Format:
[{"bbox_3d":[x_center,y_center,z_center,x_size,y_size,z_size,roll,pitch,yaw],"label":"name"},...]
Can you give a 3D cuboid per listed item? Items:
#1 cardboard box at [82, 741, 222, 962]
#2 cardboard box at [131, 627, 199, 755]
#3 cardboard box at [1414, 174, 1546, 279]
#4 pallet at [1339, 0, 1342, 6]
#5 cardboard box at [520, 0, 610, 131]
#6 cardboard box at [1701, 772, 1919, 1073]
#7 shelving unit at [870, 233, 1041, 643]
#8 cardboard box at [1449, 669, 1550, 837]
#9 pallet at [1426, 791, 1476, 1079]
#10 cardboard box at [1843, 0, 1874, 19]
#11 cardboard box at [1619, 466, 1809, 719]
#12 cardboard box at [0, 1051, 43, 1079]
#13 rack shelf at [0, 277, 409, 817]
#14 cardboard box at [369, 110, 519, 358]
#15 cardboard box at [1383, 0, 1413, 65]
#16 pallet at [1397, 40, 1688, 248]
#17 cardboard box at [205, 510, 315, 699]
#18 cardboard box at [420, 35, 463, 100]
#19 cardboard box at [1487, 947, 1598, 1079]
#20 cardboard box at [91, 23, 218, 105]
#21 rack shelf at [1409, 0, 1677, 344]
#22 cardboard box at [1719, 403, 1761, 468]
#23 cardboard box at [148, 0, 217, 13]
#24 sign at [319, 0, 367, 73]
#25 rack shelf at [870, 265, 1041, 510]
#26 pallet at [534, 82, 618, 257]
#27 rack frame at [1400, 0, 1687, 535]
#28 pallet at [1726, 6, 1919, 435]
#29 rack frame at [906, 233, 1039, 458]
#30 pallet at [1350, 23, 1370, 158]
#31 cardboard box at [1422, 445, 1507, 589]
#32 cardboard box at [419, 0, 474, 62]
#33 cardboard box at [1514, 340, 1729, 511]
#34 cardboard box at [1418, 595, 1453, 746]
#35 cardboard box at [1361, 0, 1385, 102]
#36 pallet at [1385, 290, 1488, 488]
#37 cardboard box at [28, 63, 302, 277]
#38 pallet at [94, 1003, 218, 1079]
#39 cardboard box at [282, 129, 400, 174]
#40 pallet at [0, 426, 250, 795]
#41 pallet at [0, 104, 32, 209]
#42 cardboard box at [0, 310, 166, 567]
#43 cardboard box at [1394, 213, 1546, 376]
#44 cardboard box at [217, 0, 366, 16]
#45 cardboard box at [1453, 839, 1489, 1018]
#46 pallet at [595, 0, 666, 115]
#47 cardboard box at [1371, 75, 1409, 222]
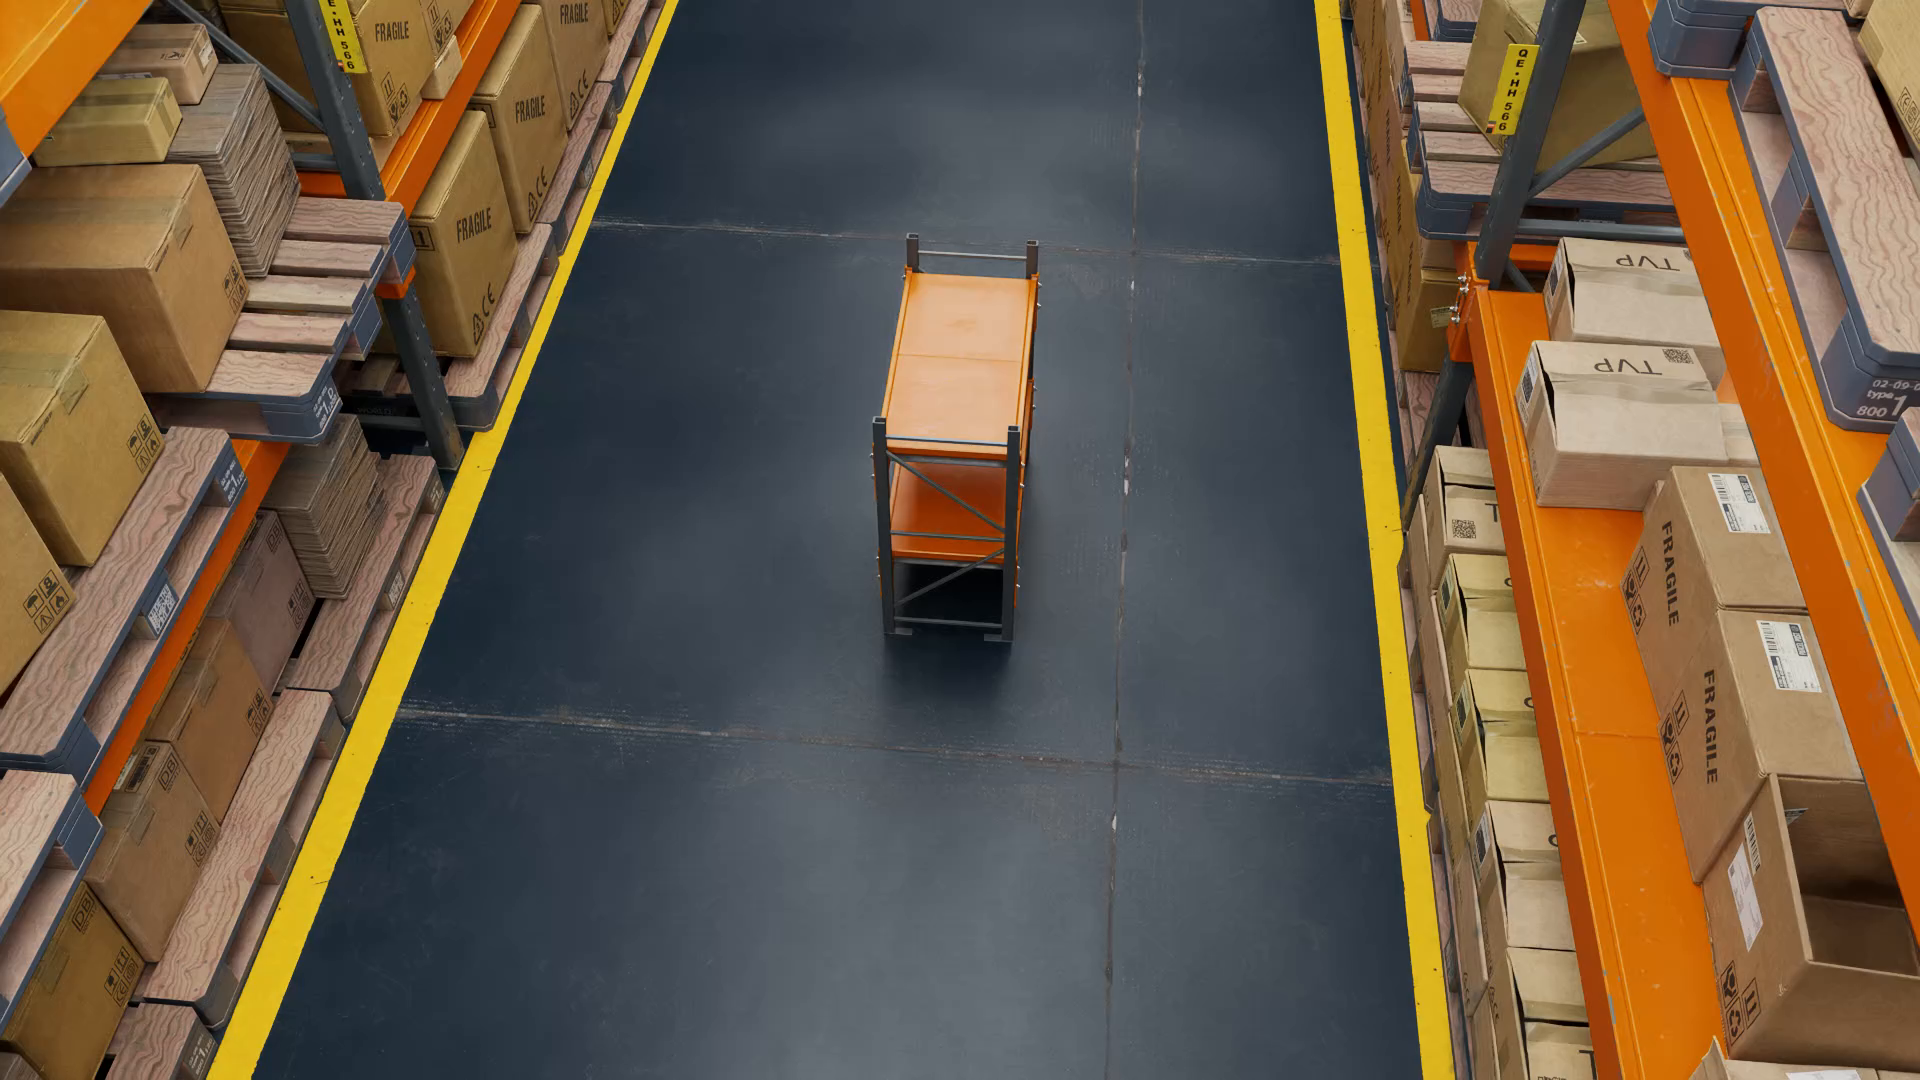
[{"bbox_3d":[-2.851,0.960,5.261,0.700,0.500,0.500,4,48,4],"label":"cardboard box"},{"bbox_3d":[-2.790,0.390,5.274,0.500,0.250,0.500,4,48,3],"label":"cardboard box"},{"bbox_3d":[2.165,-1.350,6.865,0.500,0.250,0.500,6,48,5],"label":"cardboard box"},{"bbox_3d":[2.741,-3.550,9.880,1.003,0.211,1.213,4,48,4],"label":"pallet"},{"bbox_3d":[-2.264,-2.593,8.287,0.750,0.750,0.750,5,48,5],"label":"cardboard box"},{"bbox_3d":[2.083,0.908,3.845,0.500,0.500,0.500,7,48,6],"label":"cardboard box"},{"bbox_3d":[0.001,-0.385,6.365,0.538,1.125,1.048,4,48,4],"label":"shelving unit"},{"bbox_3d":[1.885,0.676,5.323,0.500,0.311,0.500,3,48,2],"label":"cardboard box"},{"bbox_3d":[2.085,1.390,5.361,1.003,0.211,1.213,4,48,4],"label":"pallet"},{"bbox_3d":[2.298,-1.427,3.833,0.500,0.250,0.500,5,48,5],"label":"cardboard box"},{"bbox_3d":[2.176,0.153,4.535,0.500,0.500,0.500,2,48,1],"label":"cardboard box"},{"bbox_3d":[-2.934,1.715,4.570,0.700,0.500,0.500,5,48,5],"label":"cardboard box"},{"bbox_3d":[-2.803,0.335,4.924,1.077,0.370,4.000,4,48,4],"label":"rack shelf"},{"bbox_3d":[-2.423,-1.325,7.127,0.750,0.750,0.750,3,48,3],"label":"cardboard box"},{"bbox_3d":[2.300,-2.470,7.890,0.500,0.250,0.500,4,48,4],"label":"cardboard box"},{"bbox_3d":[2.305,-1.485,6.232,1.213,0.211,1.003,4,48,4],"label":"pallet"},{"bbox_3d":[-2.797,0.221,5.937,0.700,0.500,0.500,4,48,3],"label":"cardboard box"},{"bbox_3d":[-2.220,-1.900,6.638,0.380,0.149,0.250,5,48,5],"label":"cardboard box"},{"bbox_3d":[1.789,1.423,4.640,0.500,0.311,0.500,4,48,3],"label":"cardboard box"},{"bbox_3d":[-2.622,-1.523,5.331,0.380,0.149,0.250,-2,48,-2],"label":"cardboard box"},{"bbox_3d":[2.495,-2.274,7.310,1.077,0.370,4.000,4,48,4],"label":"rack shelf"},{"bbox_3d":[2.506,-0.283,5.172,0.380,0.149,0.250,4,48,4],"label":"cardboard box"},{"bbox_3d":[-2.837,-2.122,5.893,0.500,0.250,0.500,5,48,5],"label":"cardboard box"},{"bbox_3d":[-2.079,-1.712,5.578,0.100,0.325,0.005,4,48,4],"label":"sign"},{"bbox_3d":[0.001,-0.582,6.149,0.538,0.278,1.000,4,48,4],"label":"rack shelf"},{"bbox_3d":[-2.360,-1.905,8.375,1.003,0.211,1.213,4,48,4],"label":"pallet"},{"bbox_3d":[2.313,-1.047,5.701,1.000,3.000,0.127,4,48,4],"label":"rack frame"},{"bbox_3d":[2.241,-0.669,3.450,1.003,0.211,1.213,6,48,5],"label":"pallet"},{"bbox_3d":[0.047,-0.758,6.707,0.500,1.125,0.032,4,48,4],"label":"rack frame"},{"bbox_3d":[2.641,-2.445,8.869,1.003,0.211,1.213,4,48,4],"label":"pallet"},{"bbox_3d":[1.973,-0.085,6.020,0.500,0.311,0.500,5,48,5],"label":"cardboard box"},{"bbox_3d":[-2.264,-2.242,6.511,0.500,0.500,0.500,5,48,5],"label":"cardboard box"},{"bbox_3d":[2.039,-0.373,5.145,0.500,0.311,0.500,3,48,3],"label":"cardboard box"},{"bbox_3d":[1.928,0.474,5.889,0.500,0.250,0.500,3,48,2],"label":"cardboard box"},{"bbox_3d":[2.353,-2.559,8.480,0.500,0.500,0.500,4,48,4],"label":"cardboard box"},{"bbox_3d":[2.419,-0.652,7.229,1.003,0.211,1.213,4,48,4],"label":"pallet"},{"bbox_3d":[-2.653,-1.214,5.487,0.700,0.500,0.500,-1,48,-1],"label":"cardboard box"},{"bbox_3d":[-2.915,1.931,4.867,1.003,0.211,1.213,4,48,4],"label":"pallet"},{"bbox_3d":[-2.360,-1.526,6.295,0.380,0.149,0.250,3,48,3],"label":"cardboard box"},{"bbox_3d":[-2.760,0.145,4.741,1.003,0.211,1.213,4,48,4],"label":"pallet"},{"bbox_3d":[-2.731,-0.596,3.383,1.213,0.211,1.003,4,48,4],"label":"pallet"},{"bbox_3d":[-2.745,-0.297,4.649,0.700,0.500,0.500,4,48,4],"label":"cardboard box"},{"bbox_3d":[2.164,-1.055,7.104,0.500,0.500,0.500,6,48,5],"label":"cardboard box"},{"bbox_3d":[-2.320,-2.109,5.881,0.500,0.250,0.500,5,48,4],"label":"cardboard box"},{"bbox_3d":[1.839,1.233,5.194,0.500,0.250,0.500,5,48,4],"label":"cardboard box"},{"bbox_3d":[-2.251,-2.804,9.197,1.003,0.211,1.213,4,48,4],"label":"pallet"},{"bbox_3d":[2.254,-1.821,7.805,0.500,0.500,0.500,2,48,2],"label":"cardboard box"}]
